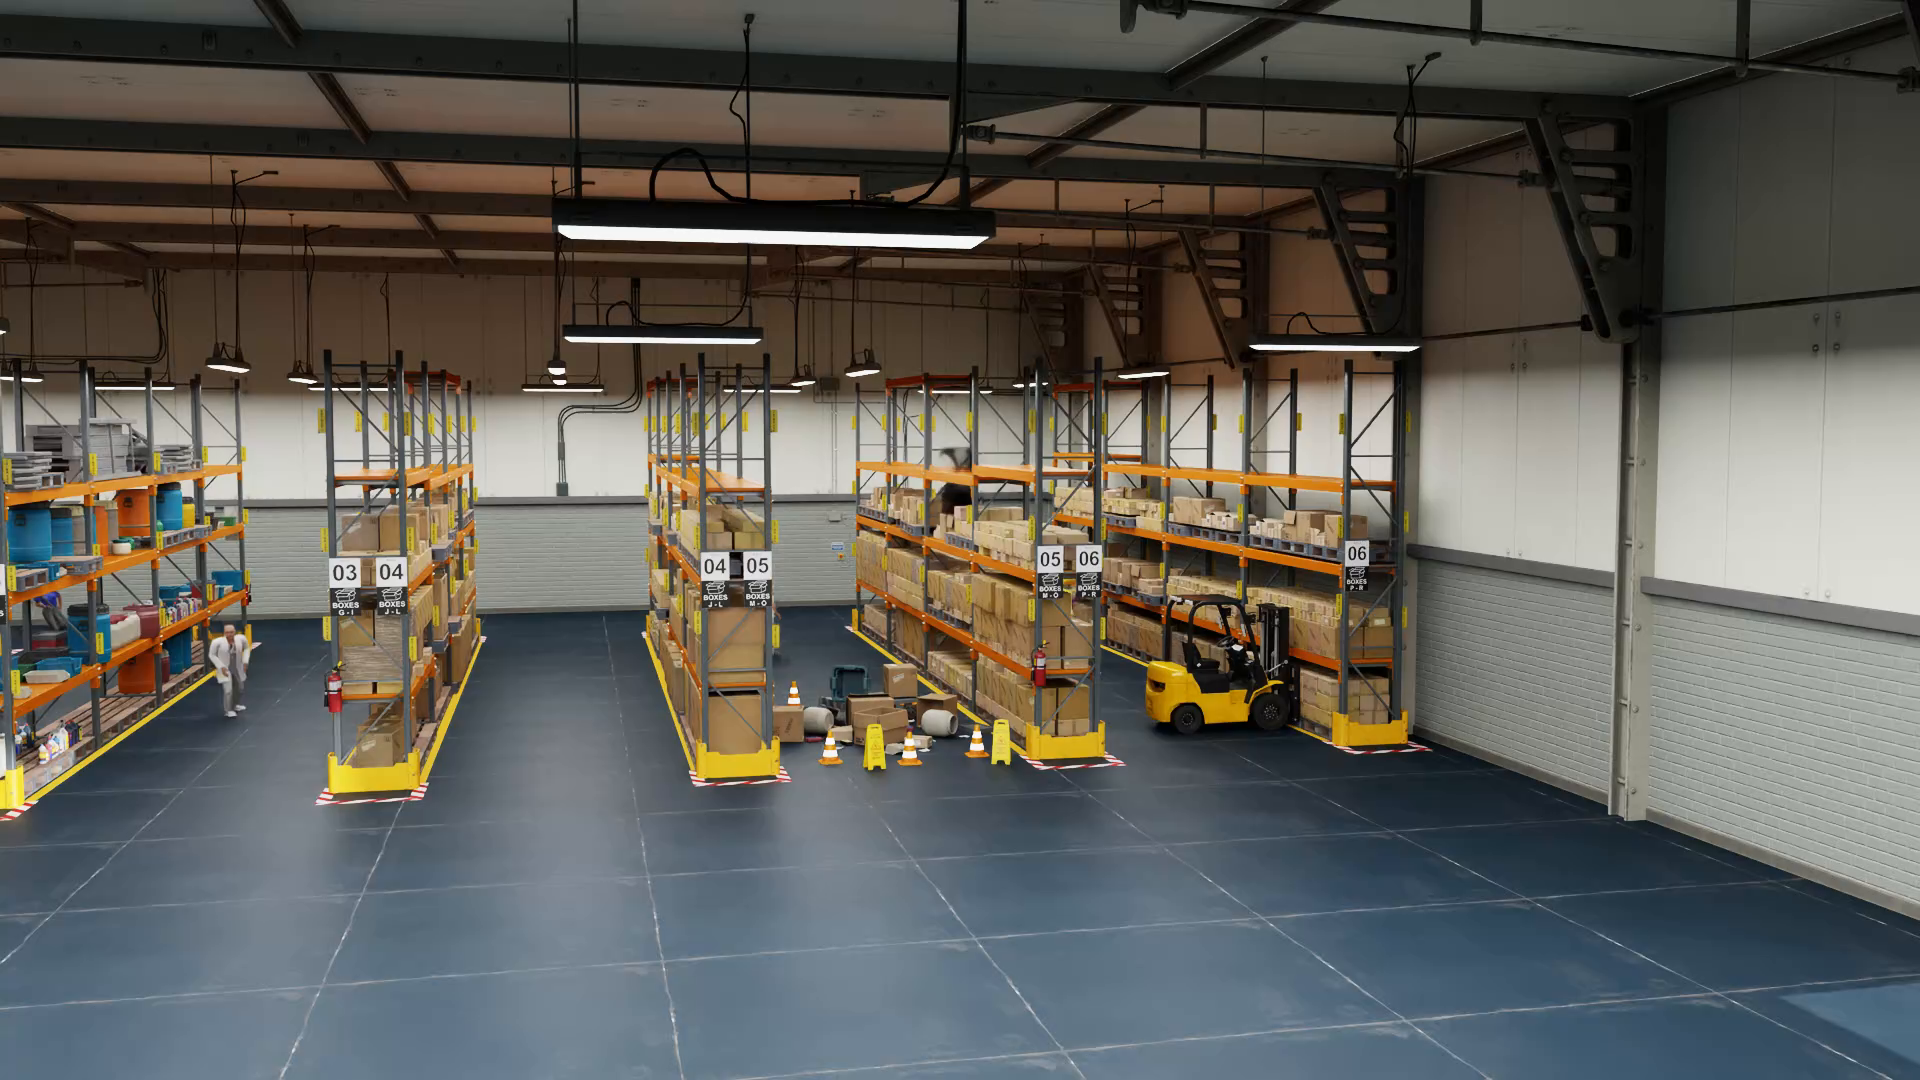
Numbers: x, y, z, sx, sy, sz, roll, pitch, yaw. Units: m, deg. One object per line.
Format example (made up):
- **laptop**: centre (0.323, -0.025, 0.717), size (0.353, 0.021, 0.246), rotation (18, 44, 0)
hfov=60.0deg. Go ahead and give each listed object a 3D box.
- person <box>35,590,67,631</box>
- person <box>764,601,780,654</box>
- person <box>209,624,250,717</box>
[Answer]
- **person**: centre (-20.442, 1.616, 37.444), size (0.535, 1.558, 0.680), rotation (4, 6, 44)
- **person**: centre (-4.231, 1.731, 36.034), size (0.719, 1.605, 0.653), rotation (1, 4, 21)
- **person**: centre (-12.483, 2.210, 28.409), size (0.717, 1.626, 0.879), rotation (-4, 6, -45)
